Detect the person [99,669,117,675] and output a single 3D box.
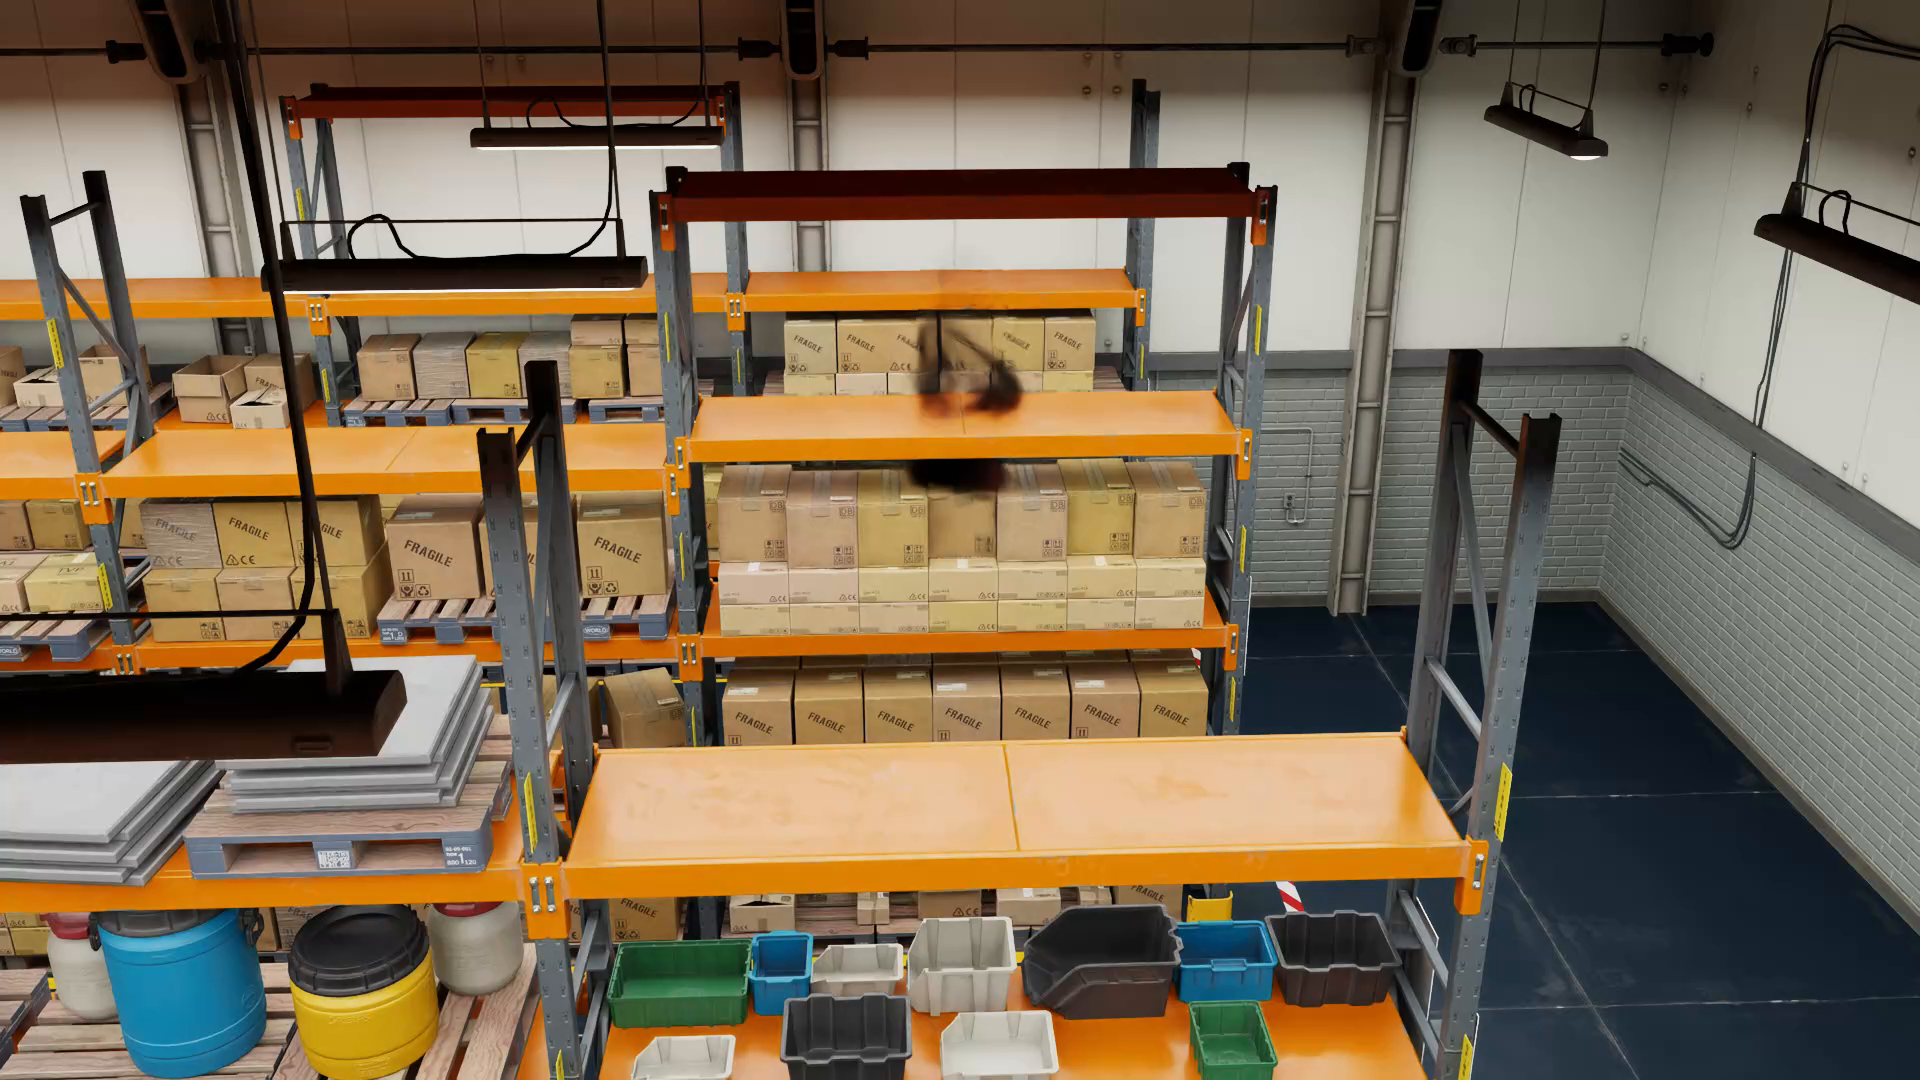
[{"bbox_3d":[-7.326,1.762,14.899,0.820,1.446,0.526,-3,22,-9],"label":"person"}]
